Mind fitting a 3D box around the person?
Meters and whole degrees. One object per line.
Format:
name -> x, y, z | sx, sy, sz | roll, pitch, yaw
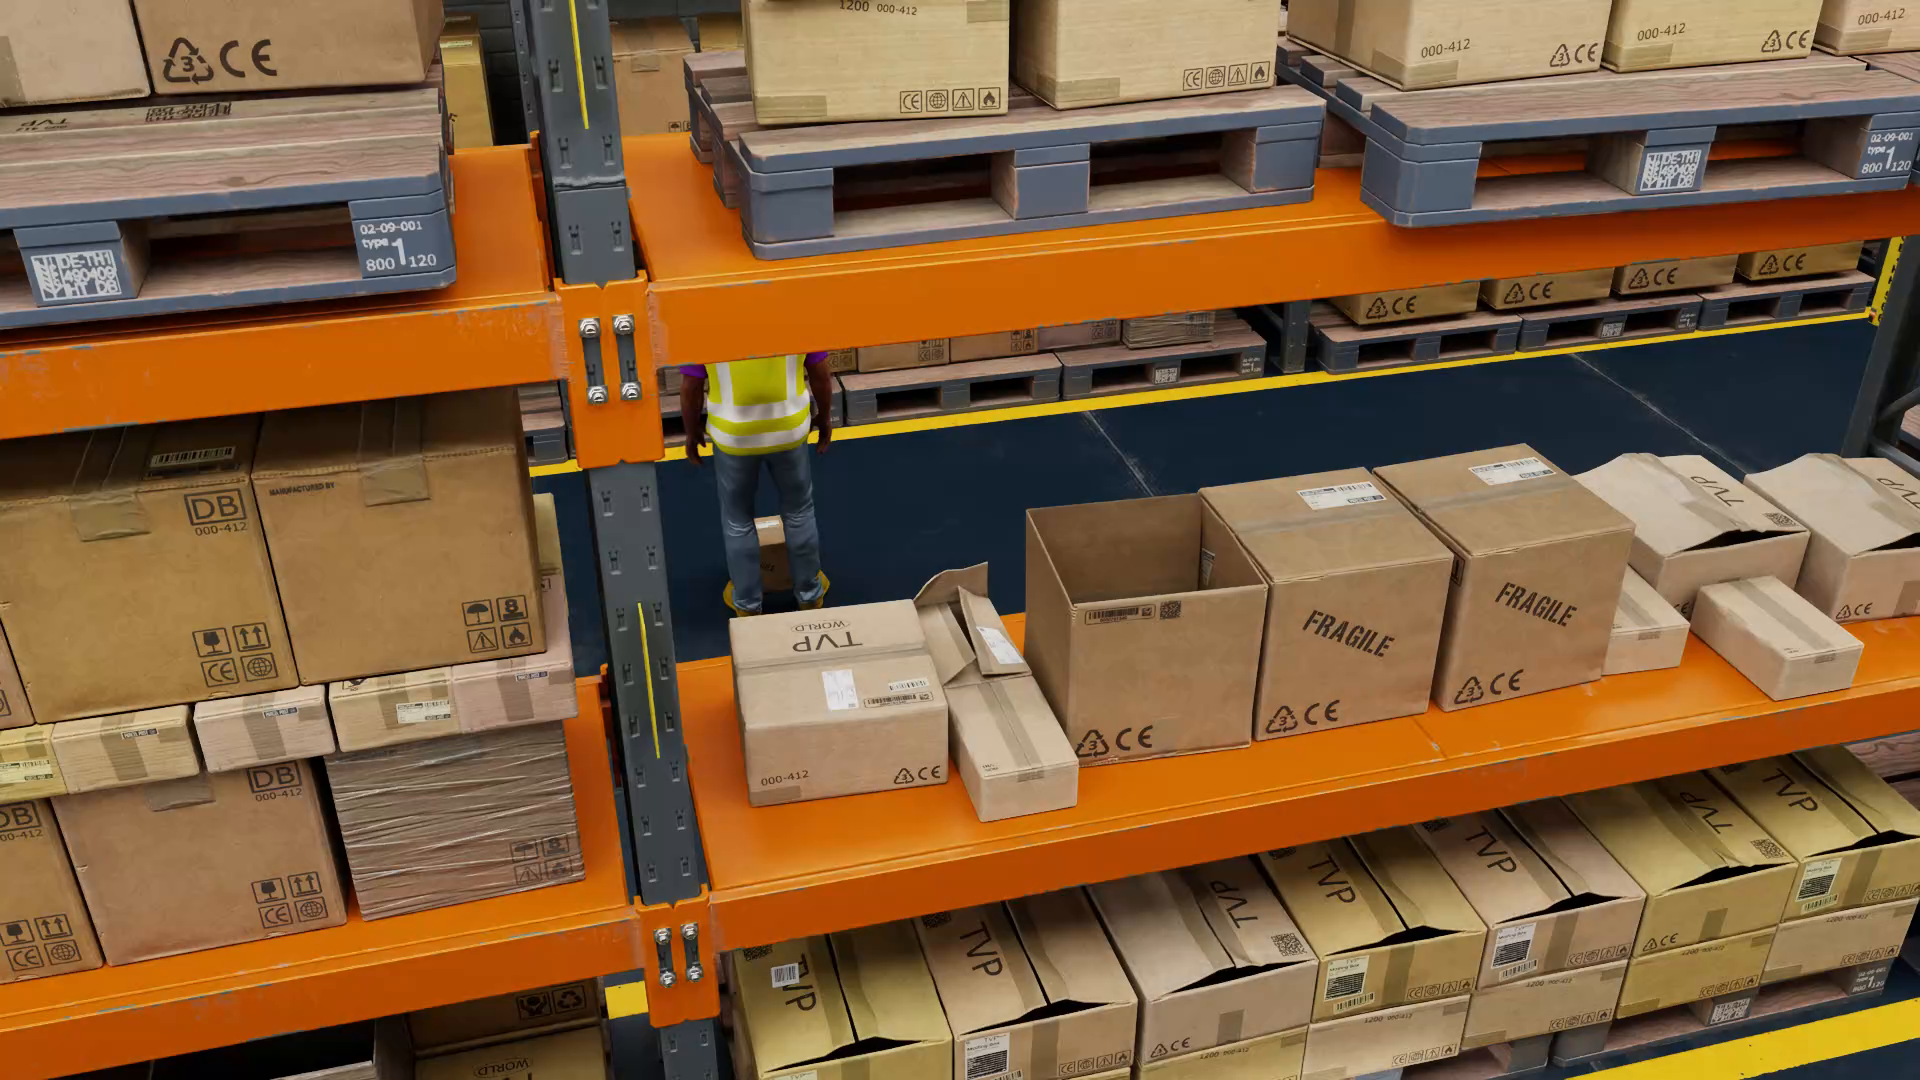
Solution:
person -> -0.841, -0.475, 6.931 | 0.627, 1.761, 0.460 | -7, 31, -12
